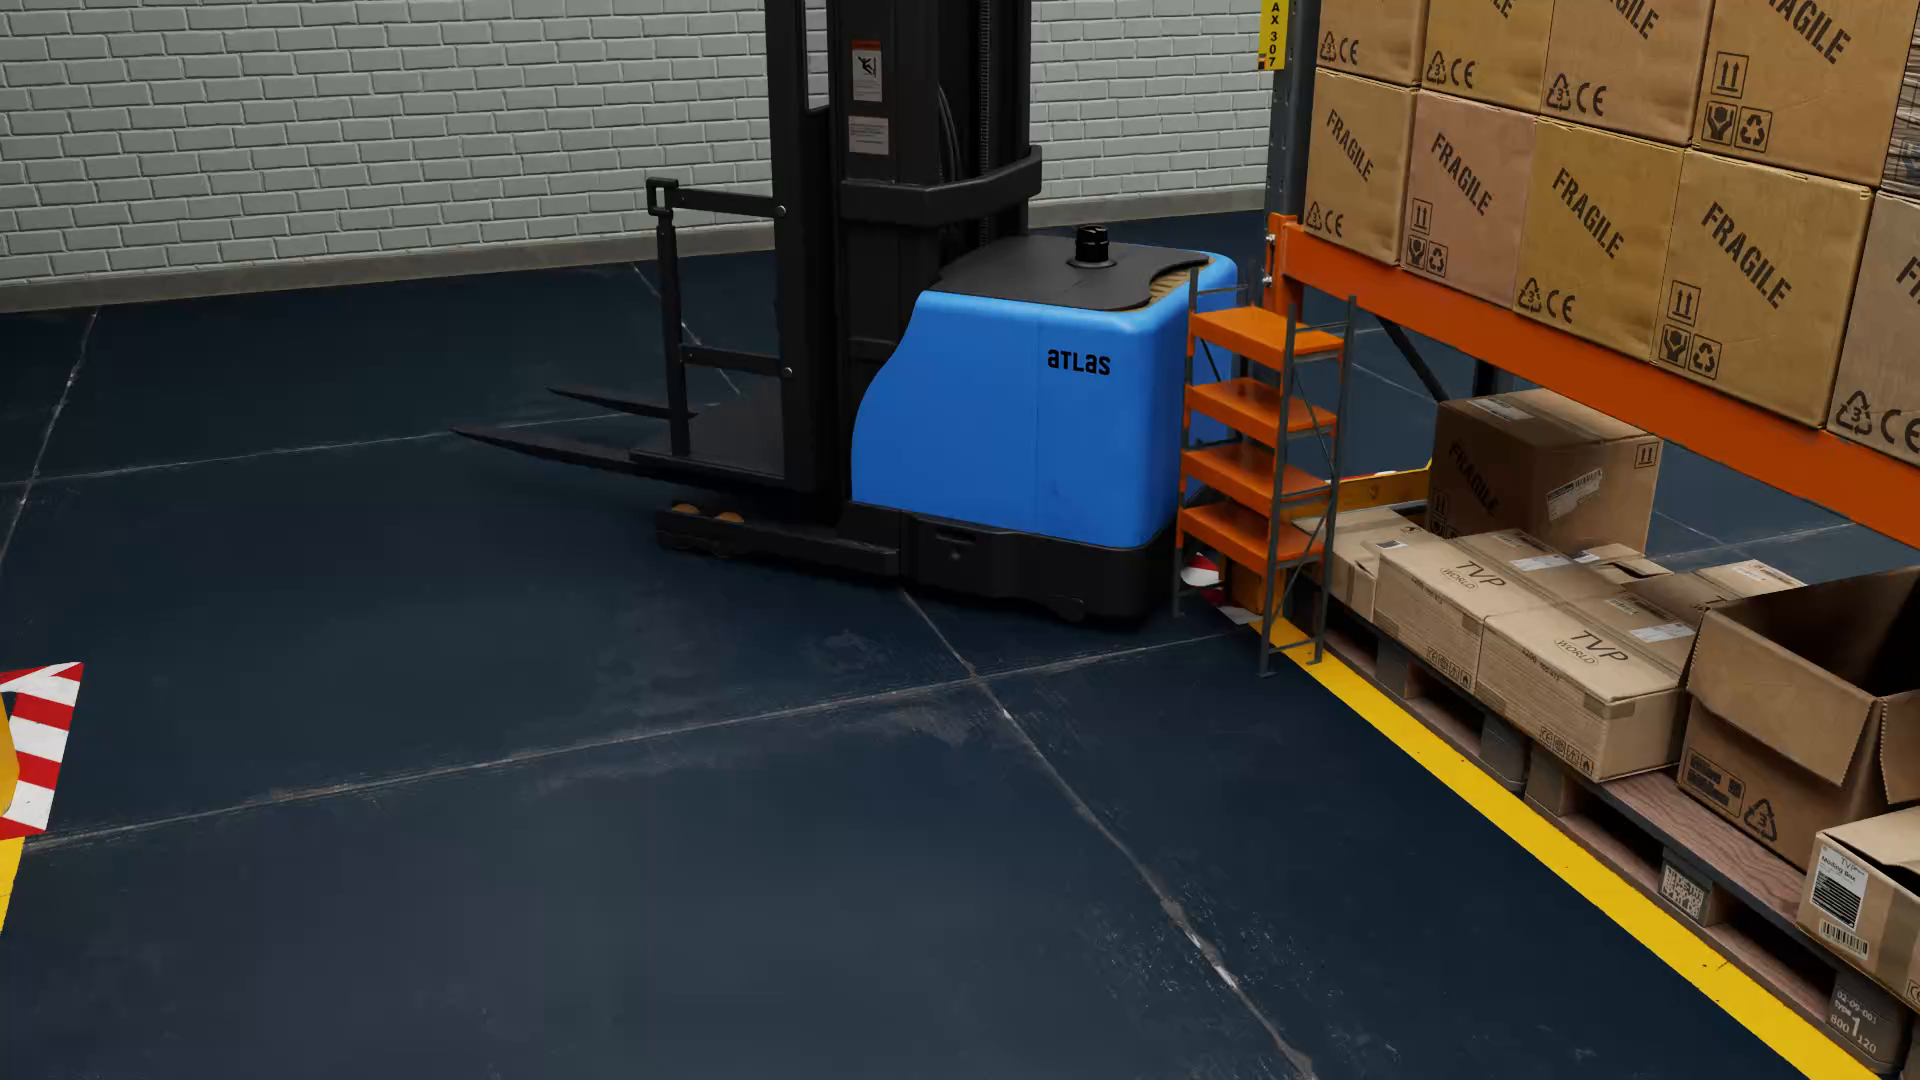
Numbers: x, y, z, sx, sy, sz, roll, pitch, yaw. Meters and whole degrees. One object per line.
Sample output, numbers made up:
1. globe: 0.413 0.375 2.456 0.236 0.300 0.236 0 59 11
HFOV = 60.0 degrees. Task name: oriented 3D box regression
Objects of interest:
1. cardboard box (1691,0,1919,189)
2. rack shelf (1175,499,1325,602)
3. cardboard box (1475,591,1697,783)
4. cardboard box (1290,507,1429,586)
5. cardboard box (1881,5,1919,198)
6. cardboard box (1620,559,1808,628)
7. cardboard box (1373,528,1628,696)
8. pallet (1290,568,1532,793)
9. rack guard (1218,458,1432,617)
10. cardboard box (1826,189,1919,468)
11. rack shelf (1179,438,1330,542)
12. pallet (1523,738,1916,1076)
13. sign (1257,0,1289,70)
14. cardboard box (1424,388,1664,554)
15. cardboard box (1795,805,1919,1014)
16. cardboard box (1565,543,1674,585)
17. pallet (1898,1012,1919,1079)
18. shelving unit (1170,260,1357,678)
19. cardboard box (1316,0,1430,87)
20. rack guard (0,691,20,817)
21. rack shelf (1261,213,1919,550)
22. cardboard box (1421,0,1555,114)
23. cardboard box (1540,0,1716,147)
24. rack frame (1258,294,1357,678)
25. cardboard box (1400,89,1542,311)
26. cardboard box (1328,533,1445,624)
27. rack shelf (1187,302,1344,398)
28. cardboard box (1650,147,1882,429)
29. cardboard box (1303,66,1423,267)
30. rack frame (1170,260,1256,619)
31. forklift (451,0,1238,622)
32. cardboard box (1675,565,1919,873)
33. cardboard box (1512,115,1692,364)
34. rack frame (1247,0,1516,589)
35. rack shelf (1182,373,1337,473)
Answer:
1. cardboard box: 1.927 -1.037 3.432 0.500 0.500 0.500 -9 24 -19
2. rack shelf: 0.936 0.018 5.345 0.258 0.148 0.480 -11 25 -25
3. cardboard box: 1.753 0.381 4.458 0.500 0.250 0.500 -8 24 -19
4. cardboard box: 1.299 0.027 5.428 0.380 0.149 0.250 -8 24 -19
5. cardboard box: 2.104 -0.854 2.998 0.500 0.500 0.500 -8 24 -19
6. cardboard box: 2.203 0.294 4.664 0.500 0.250 0.500 -8 24 -19
7. cardboard box: 1.576 0.199 4.889 0.500 0.250 0.500 -8 24 -19
8. pallet: 1.782 0.319 5.222 1.003 0.211 1.213 -8 24 -19
9. rack guard: 1.500 -0.104 5.853 1.175 0.500 0.348 -8 24 -19
10. cardboard box: 2.102 -0.396 3.199 0.500 0.500 0.500 -8 24 -18
11. rack shelf: 0.936 -0.165 5.269 0.258 0.148 0.480 -11 25 -25
12. pallet: 2.210 0.761 4.172 1.003 0.211 1.213 -8 24 -19
13. sign: 0.965 -1.608 5.088 0.100 0.325 0.005 -8 24 -19
14. cardboard box: 1.895 -0.170 5.444 0.500 0.500 0.500 -8 24 -19
15. cardboard box: 2.154 0.766 3.467 0.500 0.311 0.500 -8 24 -19
16. cardboard box: 1.954 0.143 5.131 0.380 0.166 0.250 -8 24 -19
17. pallet: 2.644 1.205 3.118 1.003 0.211 1.213 -8 24 -19
18. shelving unit: 0.937 -0.227 5.242 0.258 1.200 0.503 -11 25 -25
19. cardboard box: 1.383 -1.593 4.751 0.500 0.500 0.500 -8 24 -17
20. rack guard: -3.169 0.541 4.323 1.175 0.500 0.348 -8 24 -19
21. rack shelf: 2.179 -0.225 3.848 1.077 0.370 4.000 -8 24 -19
22. cardboard box: 1.575 -1.404 4.303 0.500 0.500 0.500 -8 24 -18
23. cardboard box: 1.747 -1.221 3.870 0.500 0.500 0.500 -8 24 -18
24. rack frame: 1.050 -0.143 5.043 0.240 1.200 0.015 -11 25 -25
25. cardboard box: 1.570 -0.945 4.502 0.500 0.500 0.500 -9 24 -20
26. cardboard box: 1.388 0.110 5.209 0.380 0.166 0.250 -8 24 -19
27. rack shelf: 0.938 -0.589 5.090 0.258 0.148 0.480 -11 25 -25
28. cardboard box: 1.920 -0.581 3.637 0.500 0.500 0.500 -8 24 -18
29. cardboard box: 1.383 -1.132 4.945 0.500 0.500 0.500 -8 24 -18
30. rack frame: 0.824 -0.311 5.442 0.240 1.200 0.015 -11 25 -25
31. forklift: -0.561 -1.456 5.930 3.031 2.935 1.130 11 25 24
32. cardboard box: 2.217 0.436 4.002 0.797 0.503 0.637 -8 24 -19
33. cardboard box: 1.745 -0.763 4.068 0.500 0.500 0.500 -8 24 -19
34. rack frame: 1.473 -1.283 5.433 1.000 3.000 0.127 -8 24 -19
35. rack shelf: 0.937 -0.371 5.182 0.258 0.148 0.480 -11 25 -25
